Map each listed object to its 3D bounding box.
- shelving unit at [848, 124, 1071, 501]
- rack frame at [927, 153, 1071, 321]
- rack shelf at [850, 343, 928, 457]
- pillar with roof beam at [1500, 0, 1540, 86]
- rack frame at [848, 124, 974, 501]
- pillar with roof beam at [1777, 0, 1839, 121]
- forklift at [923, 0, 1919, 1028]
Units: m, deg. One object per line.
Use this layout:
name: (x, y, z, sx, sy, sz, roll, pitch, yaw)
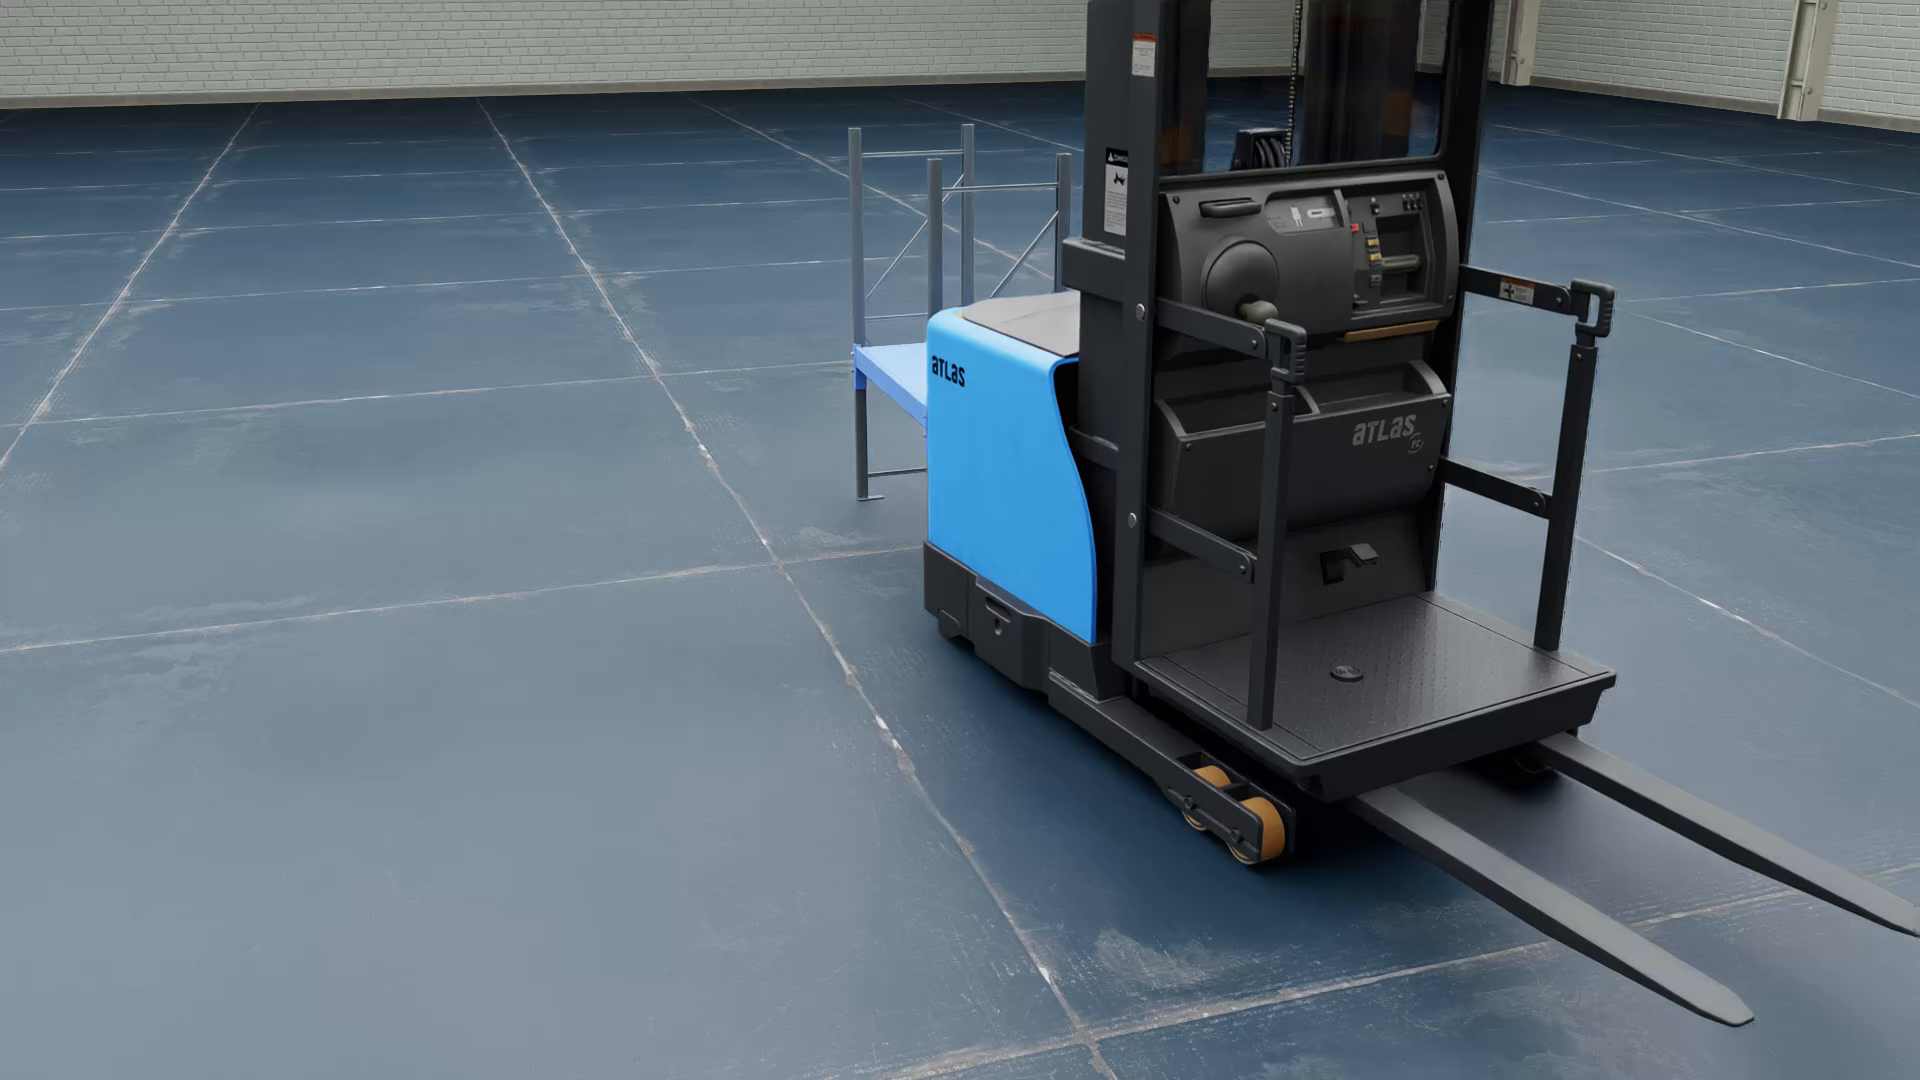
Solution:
shelving unit: (-0.027, -0.733, 6.239, 0.538, 1.500, 1.048, -6, 21, -17)
rack frame: (0.133, -0.570, 5.785, 0.500, 1.500, 0.032, -6, 21, -17)
rack shelf: (-0.027, -0.564, 6.300, 0.538, 0.185, 1.000, -6, 21, -17)
pillar with roof beam: (4.947, -11.186, 24.248, 9.100, 9.000, 0.400, -6, 21, -17)
rack frame: (-0.187, -0.896, 6.693, 0.500, 1.500, 0.032, -6, 21, -17)
pillar with roof beam: (6.832, -9.261, 18.888, 9.100, 9.000, 0.400, -6, 21, -17)
forklift: (1.035, -0.744, 4.151, 1.130, 2.935, 3.031, -11, 22, -27)
